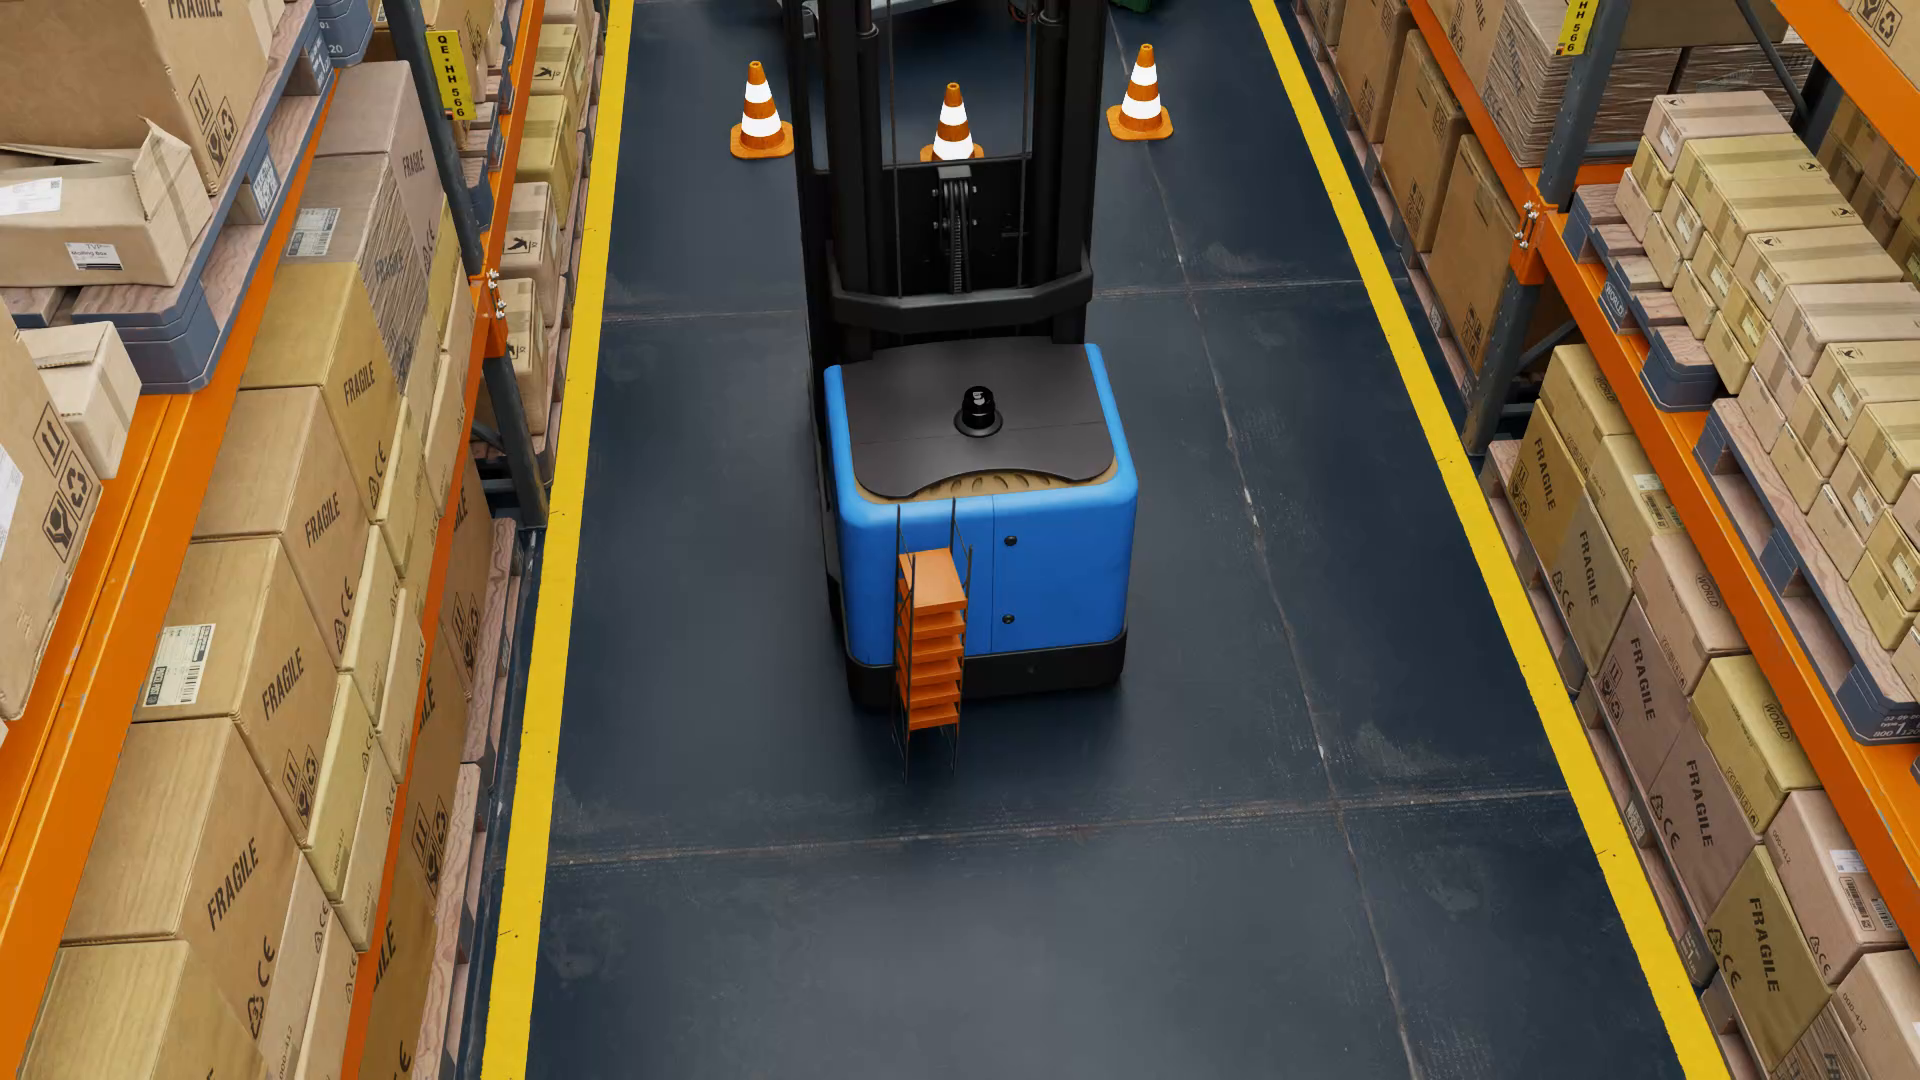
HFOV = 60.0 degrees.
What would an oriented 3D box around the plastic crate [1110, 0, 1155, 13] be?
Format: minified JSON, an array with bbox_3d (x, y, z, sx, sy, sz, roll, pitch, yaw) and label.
[{"bbox_3d":[1.046,-3.456,9.991,0.450,0.188,0.662,25,51,9],"label":"plastic crate"}]

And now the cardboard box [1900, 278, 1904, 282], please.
[{"bbox_3d":[3.242,-0.826,5.487,0.380,0.149,0.250,-3,47,-3],"label":"cardboard box"}]

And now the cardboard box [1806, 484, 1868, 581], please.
[{"bbox_3d":[2.671,-0.038,4.740,0.380,0.149,0.250,-5,47,-5],"label":"cardboard box"}]

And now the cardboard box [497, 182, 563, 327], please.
[{"bbox_3d":[-2.330,-1.273,7.546,0.950,0.372,0.625,-4,47,-4],"label":"cardboard box"}]

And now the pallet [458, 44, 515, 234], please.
[{"bbox_3d":[-2.389,-1.532,6.404,1.213,0.211,1.003,-3,47,-3],"label":"pallet"}]

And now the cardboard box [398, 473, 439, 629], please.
[{"bbox_3d":[-1.837,0.047,4.880,0.500,0.250,0.500,-4,47,-4],"label":"cardboard box"}]

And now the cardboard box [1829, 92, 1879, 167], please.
[{"bbox_3d":[3.199,-1.399,5.619,0.380,0.149,0.250,-5,47,-5],"label":"cardboard box"}]

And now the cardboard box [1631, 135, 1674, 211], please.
[{"bbox_3d":[2.542,-1.262,5.694,0.380,0.149,0.250,-2,47,-2],"label":"cardboard box"}]

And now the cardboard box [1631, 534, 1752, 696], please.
[{"bbox_3d":[2.589,0.234,5.515,0.500,0.250,0.500,-3,47,-3],"label":"cardboard box"}]

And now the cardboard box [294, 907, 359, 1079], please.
[{"bbox_3d":[-1.707,1.148,3.837,0.500,0.250,0.500,-5,47,-4],"label":"cardboard box"}]

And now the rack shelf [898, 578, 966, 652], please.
[{"bbox_3d":[-0.100,0.236,5.562,0.180,0.103,0.258,-8,47,-12],"label":"rack shelf"}]

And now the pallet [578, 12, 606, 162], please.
[{"bbox_3d":[-2.491,-2.461,9.072,1.003,0.211,1.213,-3,47,-3],"label":"pallet"}]

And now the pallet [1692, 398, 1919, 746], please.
[{"bbox_3d":[2.908,0.033,4.922,1.003,0.211,1.213,-3,47,-3],"label":"pallet"}]

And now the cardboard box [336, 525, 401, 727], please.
[{"bbox_3d":[-1.776,0.241,4.351,0.500,0.250,0.500,-5,47,-4],"label":"cardboard box"}]

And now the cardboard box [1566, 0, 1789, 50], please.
[{"bbox_3d":[2.674,-2.167,6.115,0.700,0.500,0.500,-4,47,-4],"label":"cardboard box"}]

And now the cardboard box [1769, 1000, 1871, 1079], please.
[{"bbox_3d":[2.723,1.626,4.713,0.500,0.500,0.500,-4,47,-4],"label":"cardboard box"}]

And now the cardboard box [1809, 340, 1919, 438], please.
[{"bbox_3d":[2.658,-0.429,4.701,0.380,0.149,0.250,-2,47,-2],"label":"cardboard box"}]

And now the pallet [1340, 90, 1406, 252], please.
[{"bbox_3d":[2.611,-1.960,8.597,1.003,0.211,1.213,-3,47,-3],"label":"pallet"}]

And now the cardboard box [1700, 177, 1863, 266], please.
[{"bbox_3d":[2.588,-1.008,5.249,0.380,0.149,0.250,-4,47,-4],"label":"cardboard box"}]

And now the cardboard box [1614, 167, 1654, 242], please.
[{"bbox_3d":[2.538,-1.185,5.827,0.380,0.149,0.250,-4,47,-4],"label":"cardboard box"}]

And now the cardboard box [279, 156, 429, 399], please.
[{"bbox_3d":[-1.868,-0.738,4.762,0.500,0.500,0.500,-3,47,-3],"label":"cardboard box"}]

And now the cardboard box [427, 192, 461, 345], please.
[{"bbox_3d":[-1.929,-0.874,5.408,0.500,0.250,0.500,-4,47,-3],"label":"cardboard box"}]

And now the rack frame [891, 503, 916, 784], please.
[{"bbox_3d":[-0.198,0.385,5.684,0.006,1.200,0.240,-8,47,-12],"label":"rack frame"}]

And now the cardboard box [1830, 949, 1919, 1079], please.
[{"bbox_3d":[2.722,1.365,4.444,0.500,0.250,0.500,-5,47,-4],"label":"cardboard box"}]

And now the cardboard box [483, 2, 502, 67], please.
[{"bbox_3d":[-2.035,-2.001,6.600,0.380,0.149,0.250,-3,47,-3],"label":"cardboard box"}]

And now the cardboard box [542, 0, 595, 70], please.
[{"bbox_3d":[-2.511,-2.845,9.035,0.950,0.372,0.625,-3,47,-3],"label":"cardboard box"}]

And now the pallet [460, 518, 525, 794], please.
[{"bbox_3d":[-2.232,0.445,6.320,1.003,0.211,1.213,-3,47,-3],"label":"pallet"}]

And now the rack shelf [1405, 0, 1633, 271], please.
[{"bbox_3d":[2.534,-2.663,7.838,1.077,0.370,4.000,-3,47,-3],"label":"rack shelf"}]

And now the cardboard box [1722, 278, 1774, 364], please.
[{"bbox_3d":[2.613,-0.690,5.153,0.380,0.149,0.250,-3,47,-3],"label":"cardboard box"}]

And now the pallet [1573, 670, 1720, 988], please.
[{"bbox_3d":[2.864,0.942,5.849,1.003,0.211,1.213,-3,47,-3],"label":"pallet"}]

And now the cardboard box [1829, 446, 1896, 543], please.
[{"bbox_3d":[2.677,-0.135,4.627,0.380,0.149,0.250,-2,47,-2],"label":"cardboard box"}]

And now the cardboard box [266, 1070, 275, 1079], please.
[{"bbox_3d":[-1.644,1.349,3.302,0.500,0.250,0.500,-5,47,-4],"label":"cardboard box"}]

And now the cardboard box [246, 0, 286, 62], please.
[{"bbox_3d":[-1.759,-1.244,3.736,0.396,0.266,0.258,-5,47,-4],"label":"cardboard box"}]

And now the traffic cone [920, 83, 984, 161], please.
[{"bbox_3d":[-0.038,-2.150,8.604,0.336,0.463,0.334,-3,47,-3],"label":"traffic cone"}]

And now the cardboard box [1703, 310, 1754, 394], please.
[{"bbox_3d":[2.607,-0.601,5.273,0.380,0.149,0.250,-2,47,-1],"label":"cardboard box"}]

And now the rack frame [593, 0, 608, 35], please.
[{"bbox_3d":[-2.558,-3.983,8.593,1.000,3.000,0.127,-3,47,-3],"label":"rack frame"}]

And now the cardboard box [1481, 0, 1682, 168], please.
[{"bbox_3d":[2.396,-1.807,6.463,0.500,0.500,0.500,-3,47,-3],"label":"cardboard box"}]

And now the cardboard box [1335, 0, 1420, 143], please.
[{"bbox_3d":[2.585,-2.586,8.530,1.050,0.750,0.750,-3,47,-3],"label":"cardboard box"}]

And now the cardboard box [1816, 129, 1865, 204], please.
[{"bbox_3d":[3.196,-1.294,5.725,0.380,0.149,0.250,-3,47,-2],"label":"cardboard box"}]

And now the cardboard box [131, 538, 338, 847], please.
[{"bbox_3d":[-1.748,0.362,3.721,0.500,0.500,0.500,-5,47,-4],"label":"cardboard box"}]

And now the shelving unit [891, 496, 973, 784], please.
[{"bbox_3d":[-0.109,0.372,5.703,0.189,1.200,0.258,-8,47,-12],"label":"shelving unit"}]

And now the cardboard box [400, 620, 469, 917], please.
[{"bbox_3d":[-2.177,0.648,5.381,0.875,0.875,0.875,-3,47,-3],"label":"cardboard box"}]

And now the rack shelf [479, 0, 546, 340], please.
[{"bbox_3d":[-2.390,-2.289,7.484,1.077,0.370,4.000,-3,47,-3],"label":"rack shelf"}]

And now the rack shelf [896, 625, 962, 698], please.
[{"bbox_3d":[-0.111,0.403,5.734,0.180,0.103,0.258,-8,47,-12],"label":"rack shelf"}]

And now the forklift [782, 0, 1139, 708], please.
[{"bbox_3d":[-0.082,-1.461,6.252,1.130,2.935,3.031,-5,47,-5],"label":"forklift"}]

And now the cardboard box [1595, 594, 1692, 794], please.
[{"bbox_3d":[2.599,0.514,5.766,0.500,0.500,0.500,-5,47,-4],"label":"cardboard box"}]

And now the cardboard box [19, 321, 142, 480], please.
[{"bbox_3d":[-1.645,-0.227,2.842,0.380,0.166,0.250,-6,47,-6],"label":"cardboard box"}]
